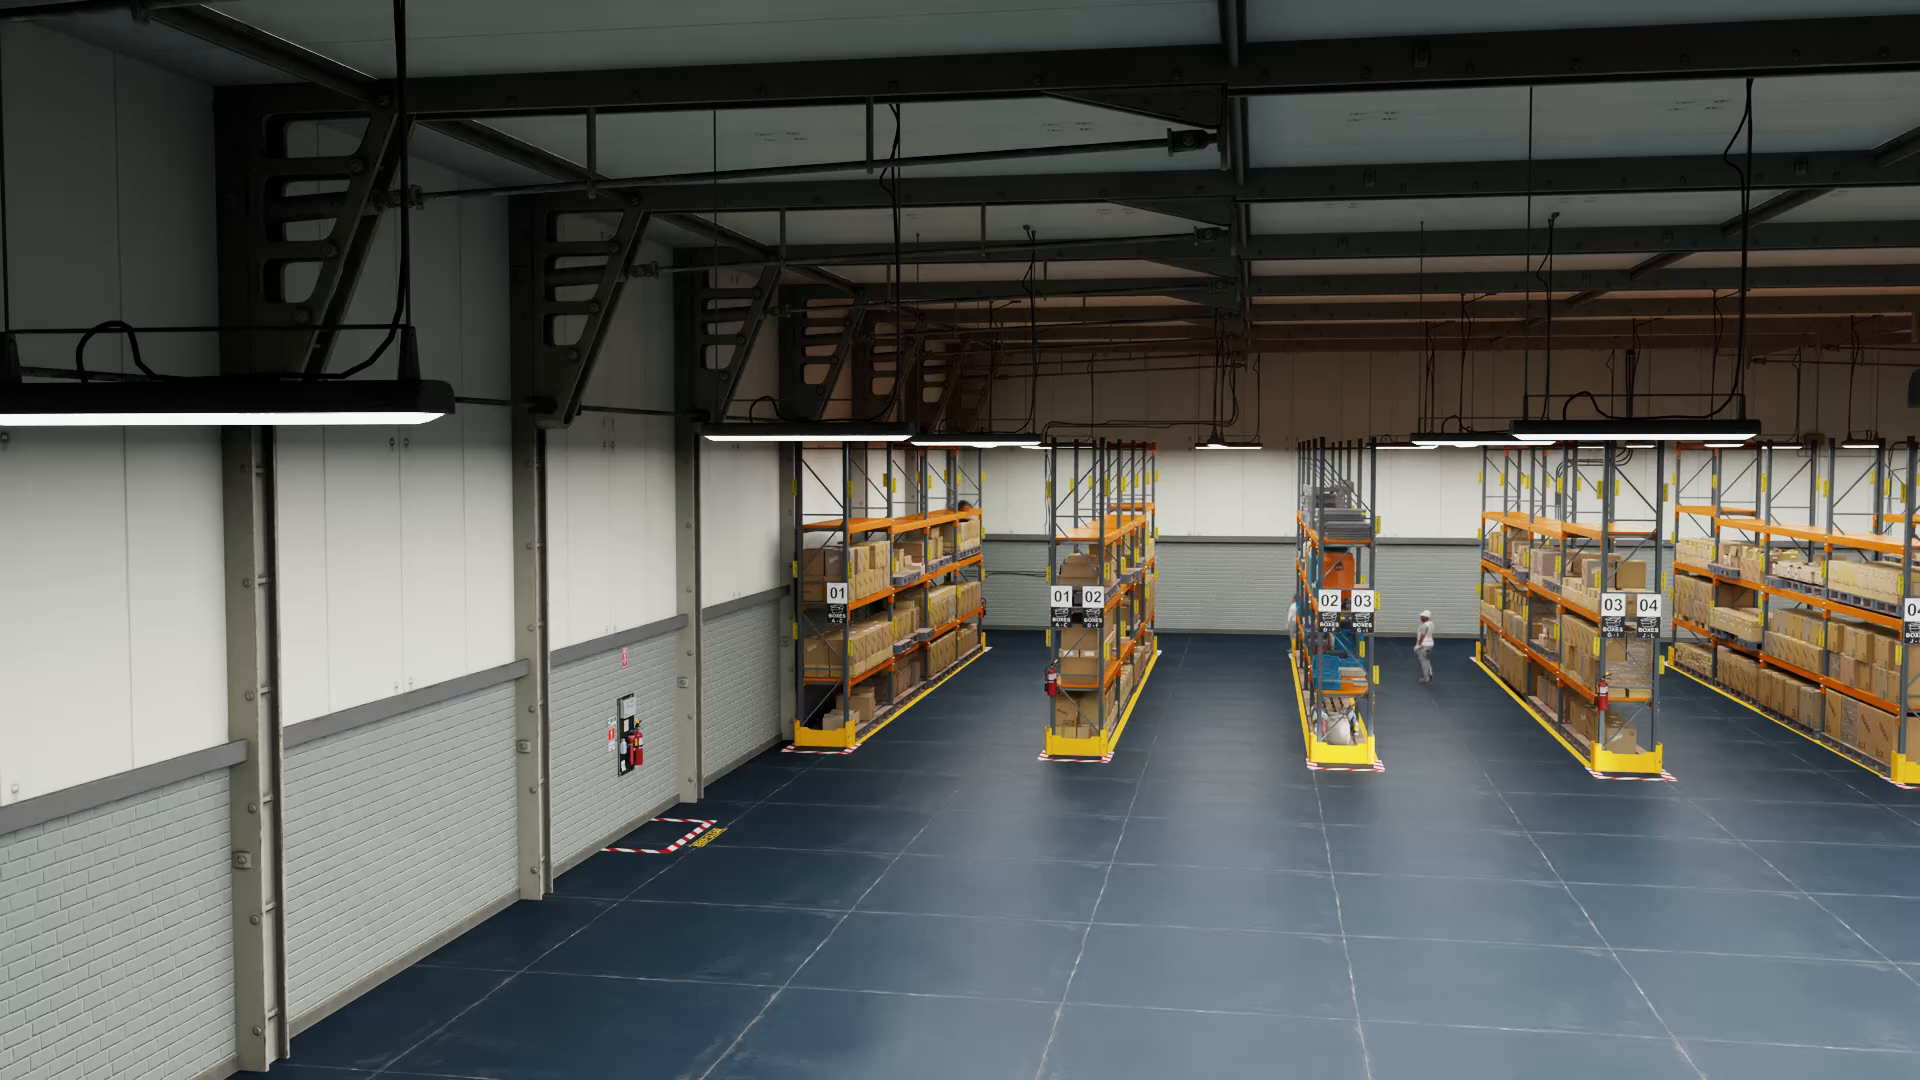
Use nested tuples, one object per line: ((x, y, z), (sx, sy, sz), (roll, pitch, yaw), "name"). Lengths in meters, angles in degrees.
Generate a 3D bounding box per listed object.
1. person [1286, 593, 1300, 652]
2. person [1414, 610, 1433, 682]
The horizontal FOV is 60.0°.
((9.569, 2.357, 47.553), (0.443, 1.683, 0.519), (3, 4, 42), "person")
((11.523, 2.648, 41.280), (0.588, 1.815, 0.474), (-2, 4, -34), "person")
